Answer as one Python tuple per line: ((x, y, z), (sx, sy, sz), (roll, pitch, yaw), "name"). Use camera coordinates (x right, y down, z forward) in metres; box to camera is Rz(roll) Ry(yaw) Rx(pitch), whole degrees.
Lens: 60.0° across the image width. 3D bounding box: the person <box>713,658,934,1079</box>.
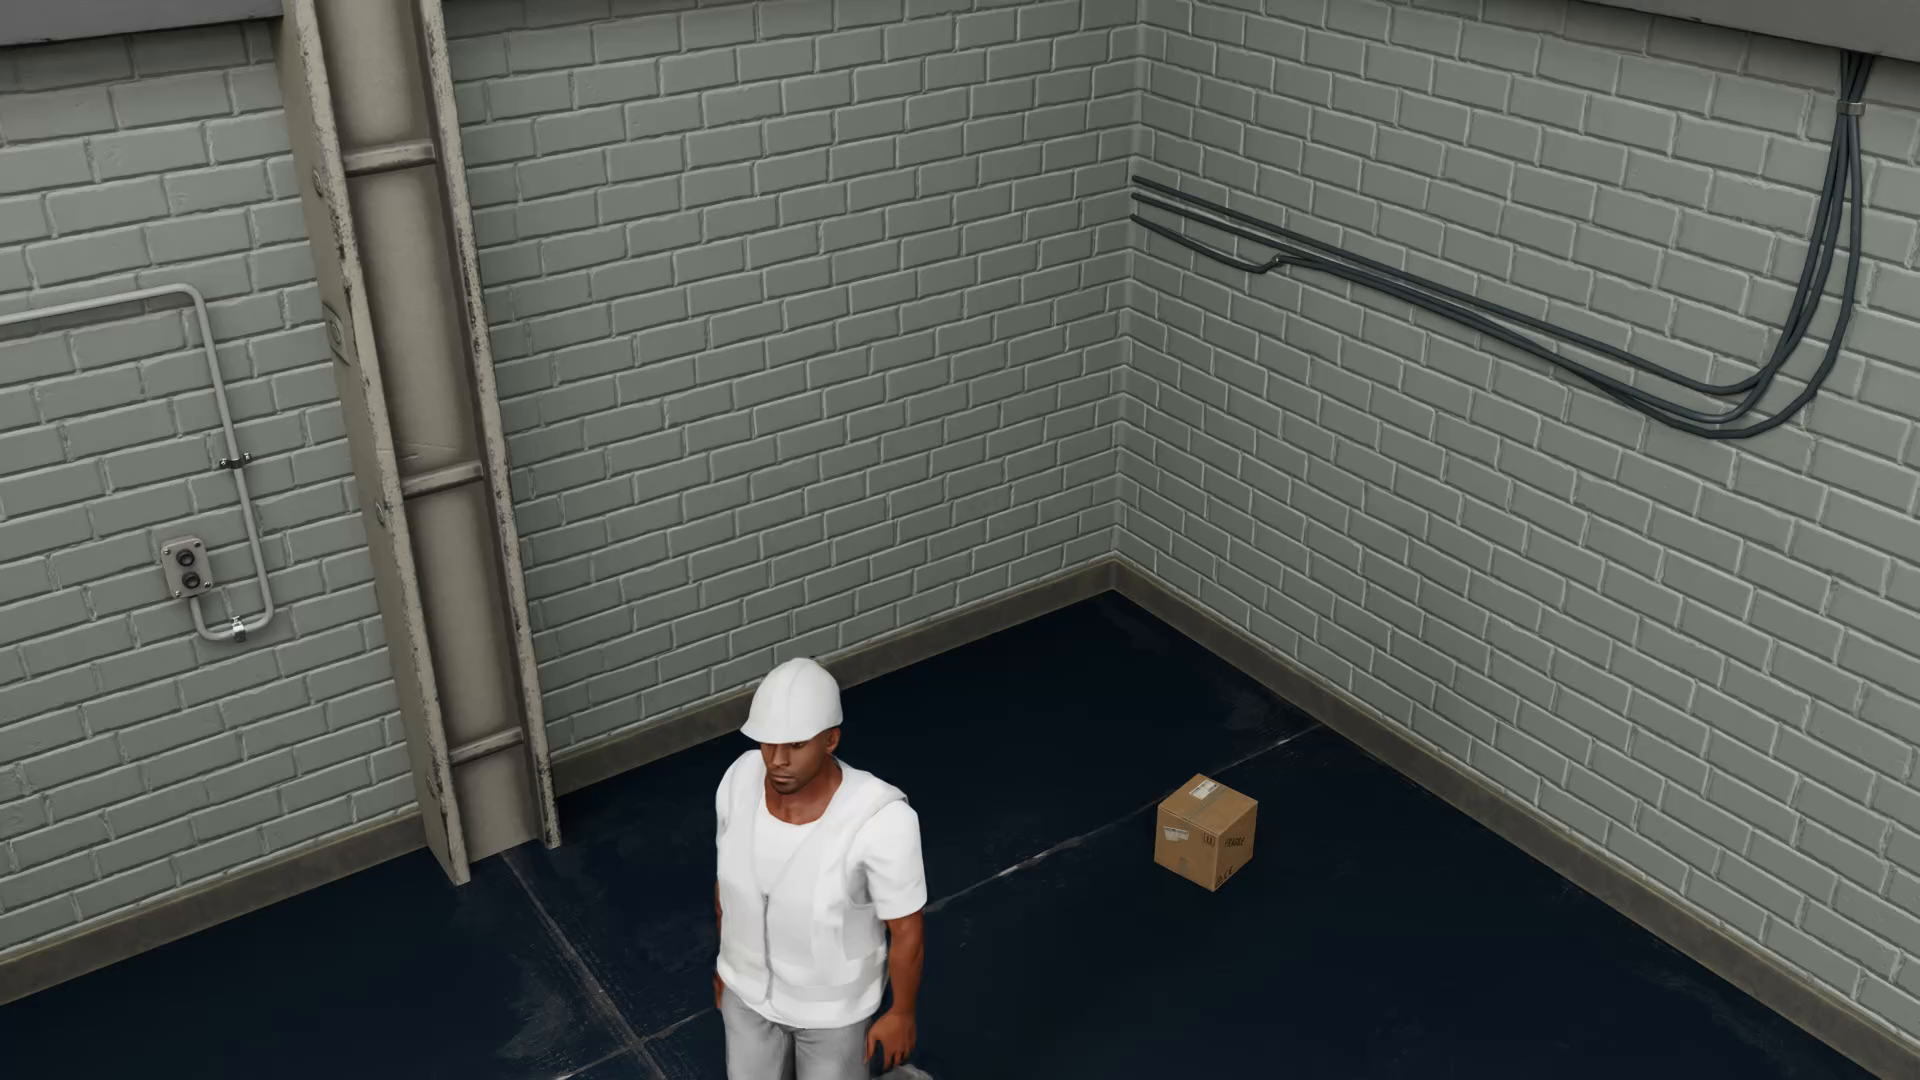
((-0.357, 1.069, 4.092), (0.588, 1.748, 0.679), (14, 31, 24), "person")
